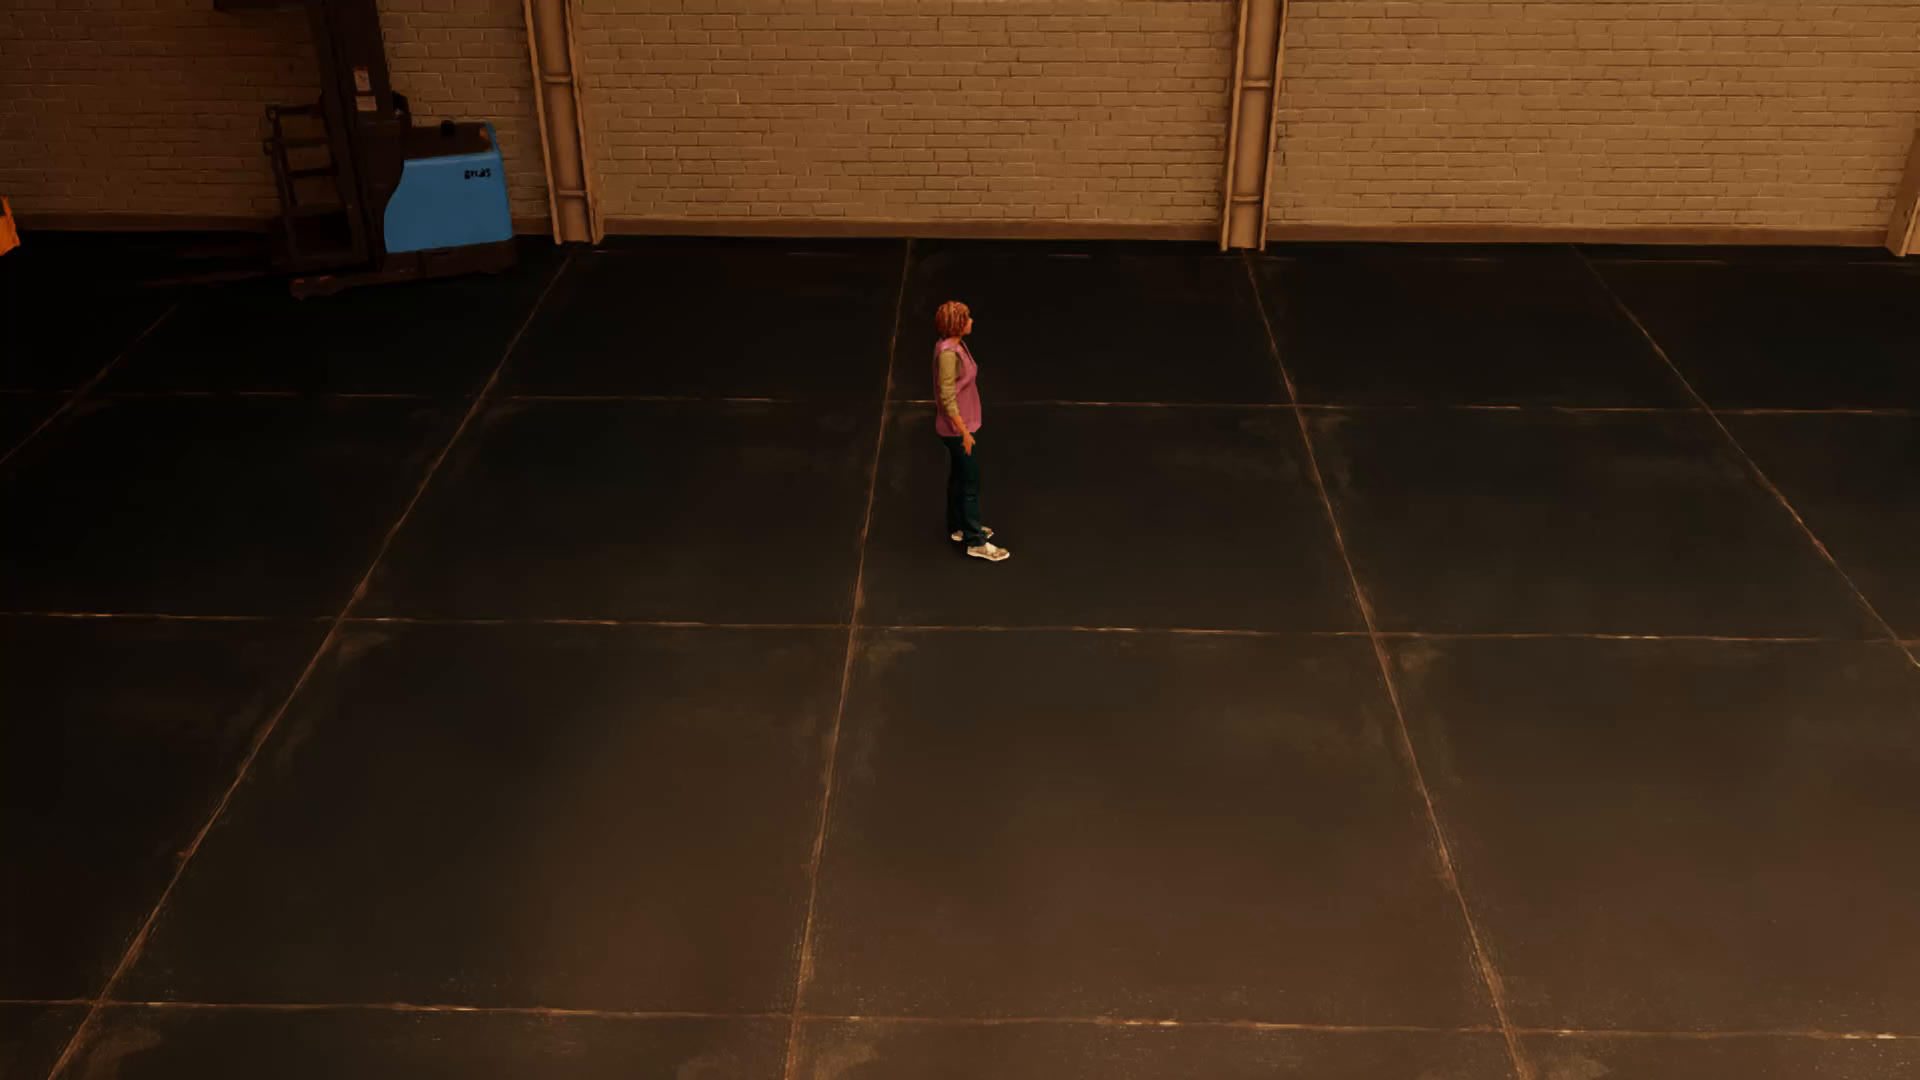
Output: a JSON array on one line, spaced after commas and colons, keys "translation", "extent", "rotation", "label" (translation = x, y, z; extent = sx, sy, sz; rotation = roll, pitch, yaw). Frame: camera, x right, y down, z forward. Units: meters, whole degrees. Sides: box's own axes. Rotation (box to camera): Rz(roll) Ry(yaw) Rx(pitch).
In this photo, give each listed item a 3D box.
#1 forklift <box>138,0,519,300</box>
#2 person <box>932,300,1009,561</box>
[{"translation": [-5.406, -3.576, 13.678], "extent": [3.031, 2.935, 1.130], "rotation": [-10, 32, -16], "label": "forklift"}, {"translation": [0.074, -0.686, 10.077], "extent": [0.474, 1.597, 0.520], "rotation": [1, 31, 1], "label": "person"}]
